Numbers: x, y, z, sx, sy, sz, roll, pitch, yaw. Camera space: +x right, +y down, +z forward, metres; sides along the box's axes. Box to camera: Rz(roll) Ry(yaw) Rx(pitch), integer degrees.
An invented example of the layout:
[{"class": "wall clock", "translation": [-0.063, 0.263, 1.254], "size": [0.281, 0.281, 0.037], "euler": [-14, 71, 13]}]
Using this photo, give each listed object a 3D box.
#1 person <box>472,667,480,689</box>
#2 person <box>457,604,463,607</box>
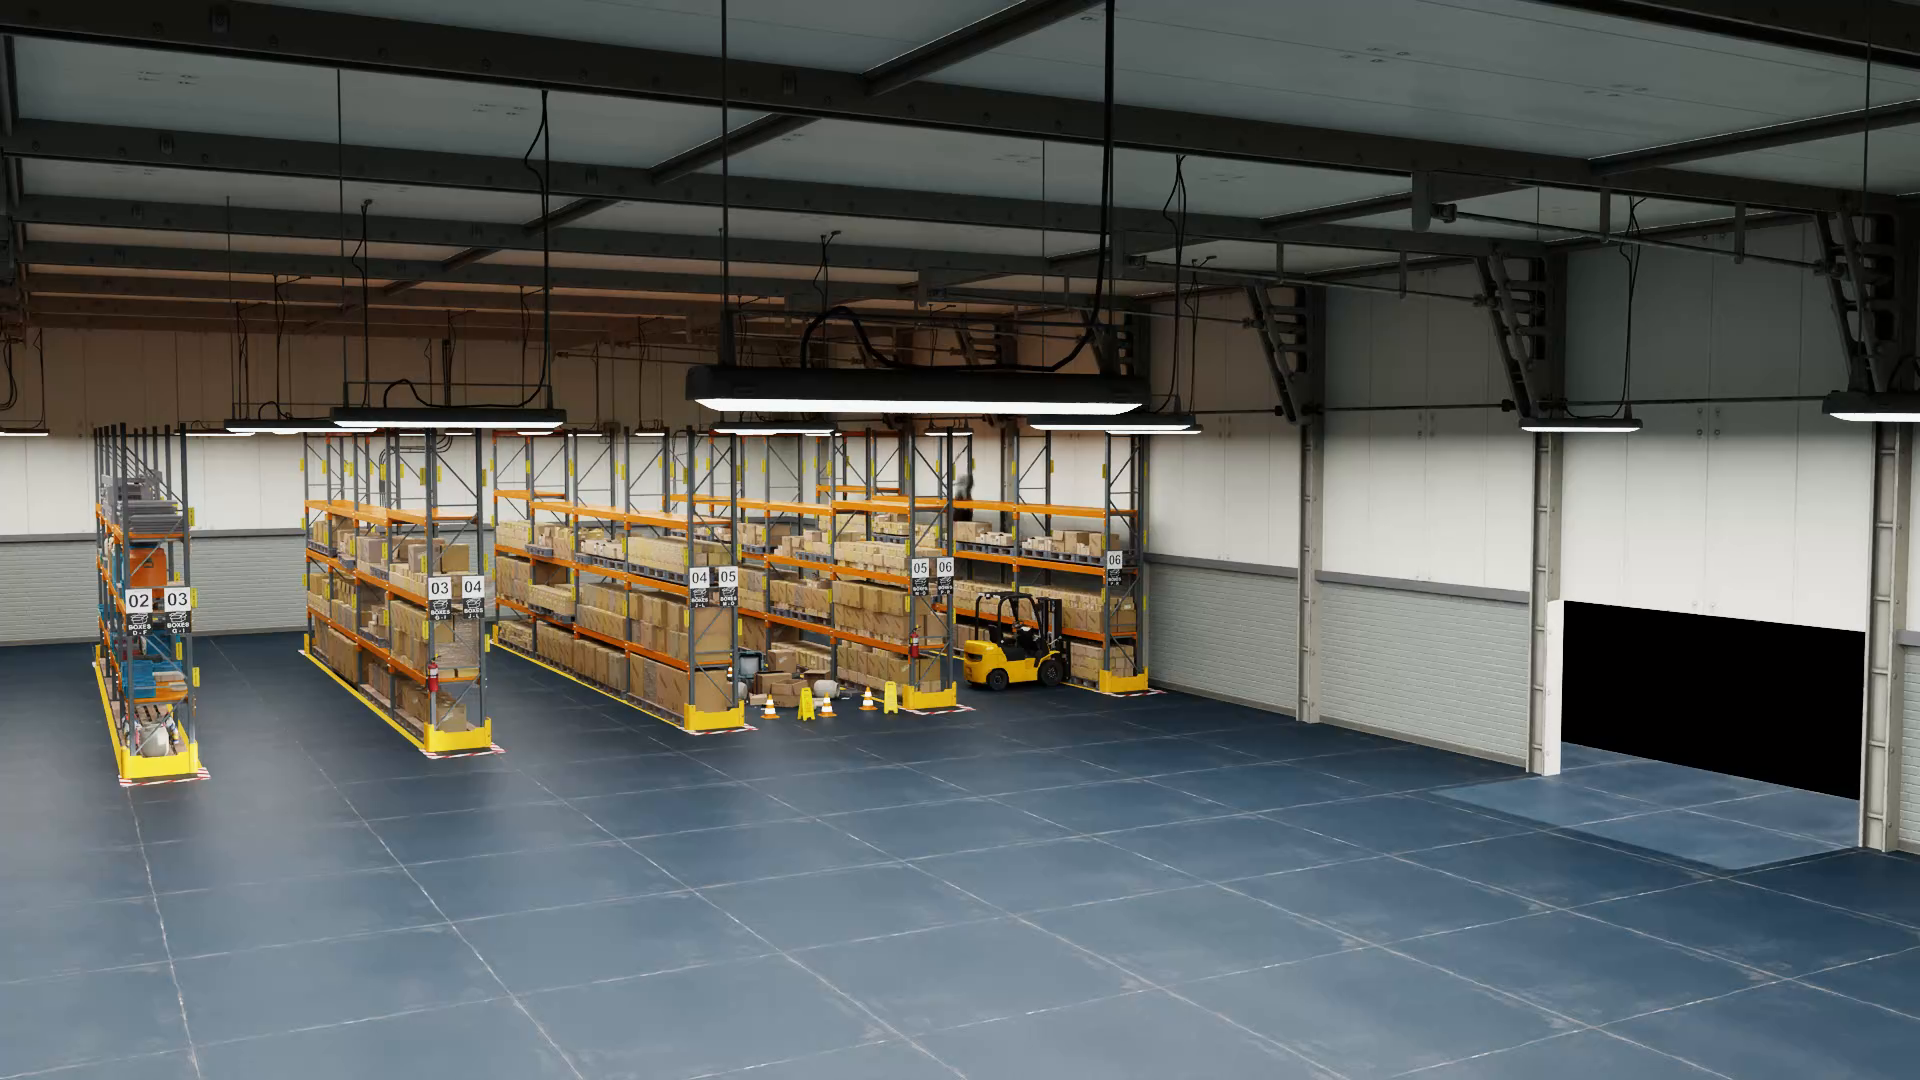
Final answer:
[{"class": "person", "translation": [-11.221, 2.565, 38.285], "size": [0.585, 1.645, 0.929], "euler": [-2, 4, -35]}, {"class": "person", "translation": [-13.645, 2.113, 45.155], "size": [0.719, 1.718, 0.592], "euler": [-1, 4, -20]}]
